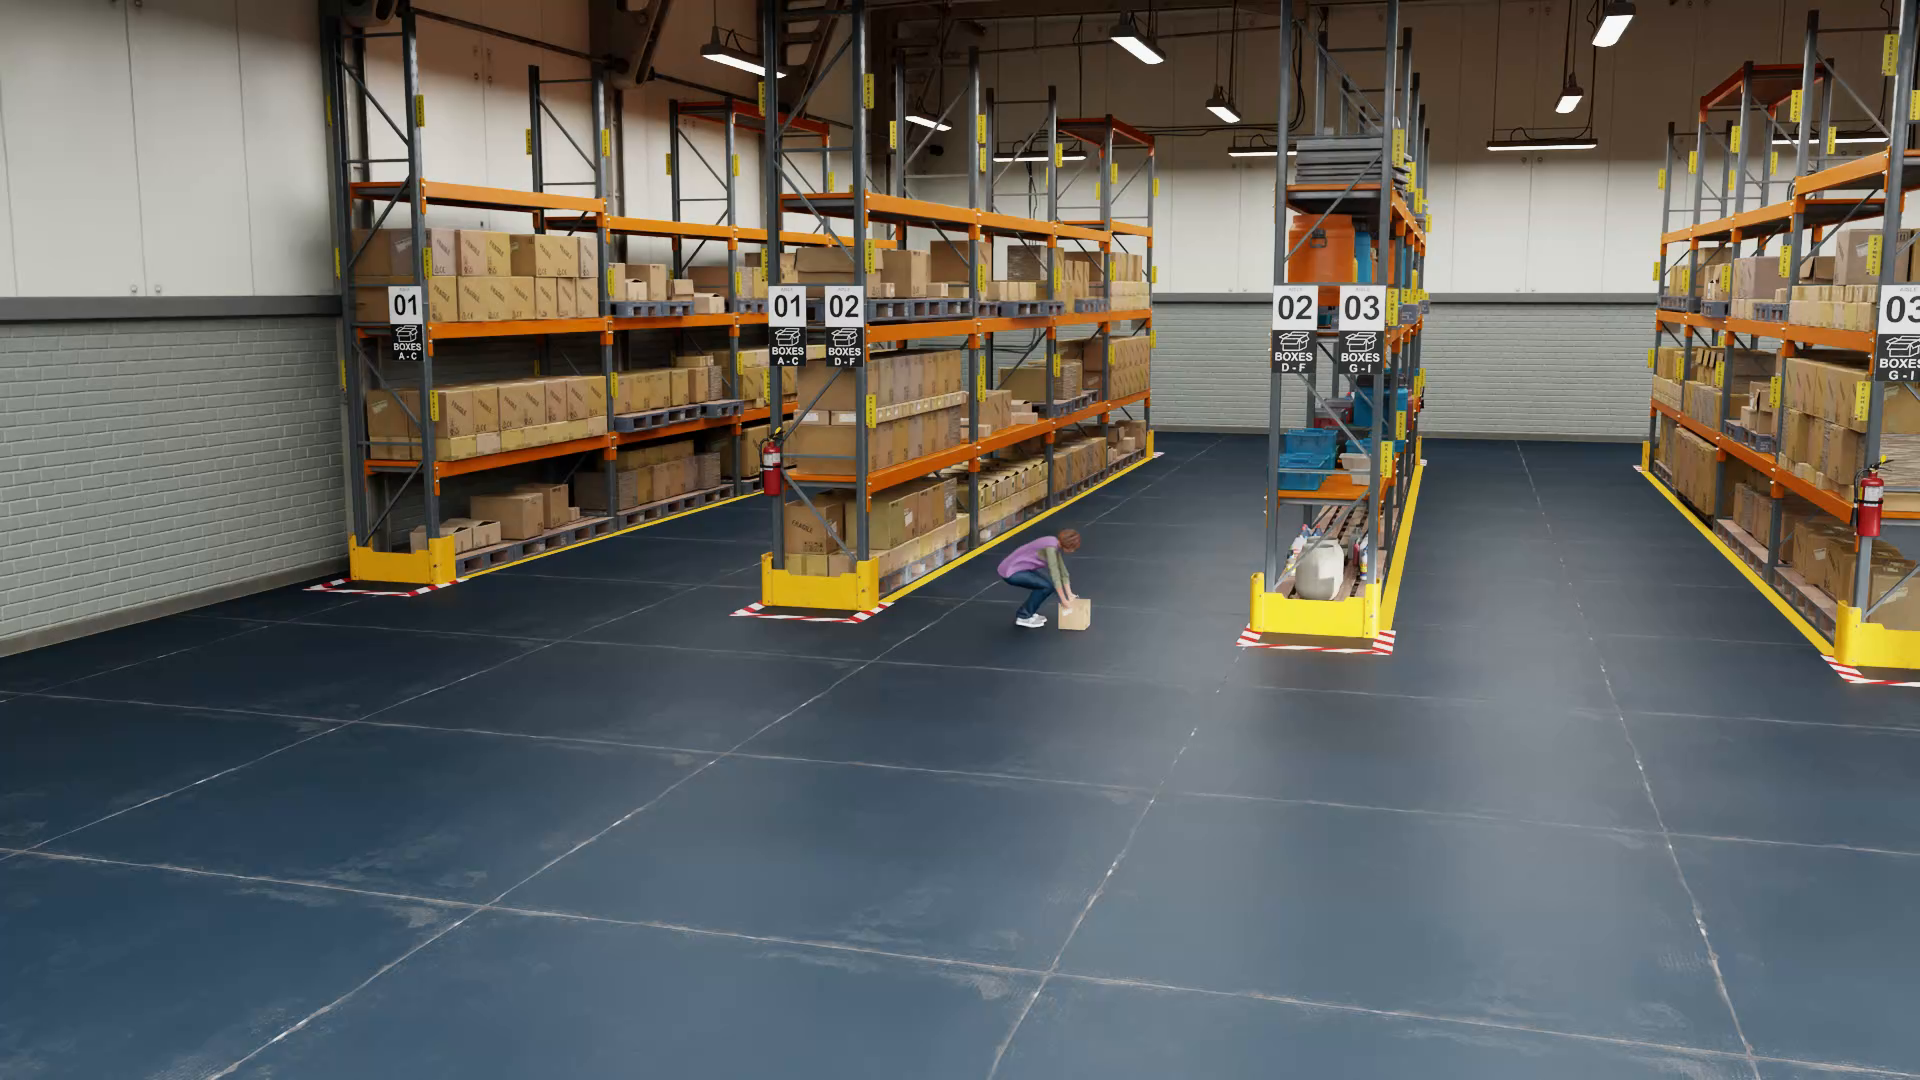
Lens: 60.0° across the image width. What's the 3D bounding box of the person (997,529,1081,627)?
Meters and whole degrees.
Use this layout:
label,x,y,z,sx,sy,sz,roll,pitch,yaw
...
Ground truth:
label,x,y,z,sx,sy,sz,roll,pitch,yaw
person,0.756,0.348,15.818,0.788,0.928,0.444,2,9,16
